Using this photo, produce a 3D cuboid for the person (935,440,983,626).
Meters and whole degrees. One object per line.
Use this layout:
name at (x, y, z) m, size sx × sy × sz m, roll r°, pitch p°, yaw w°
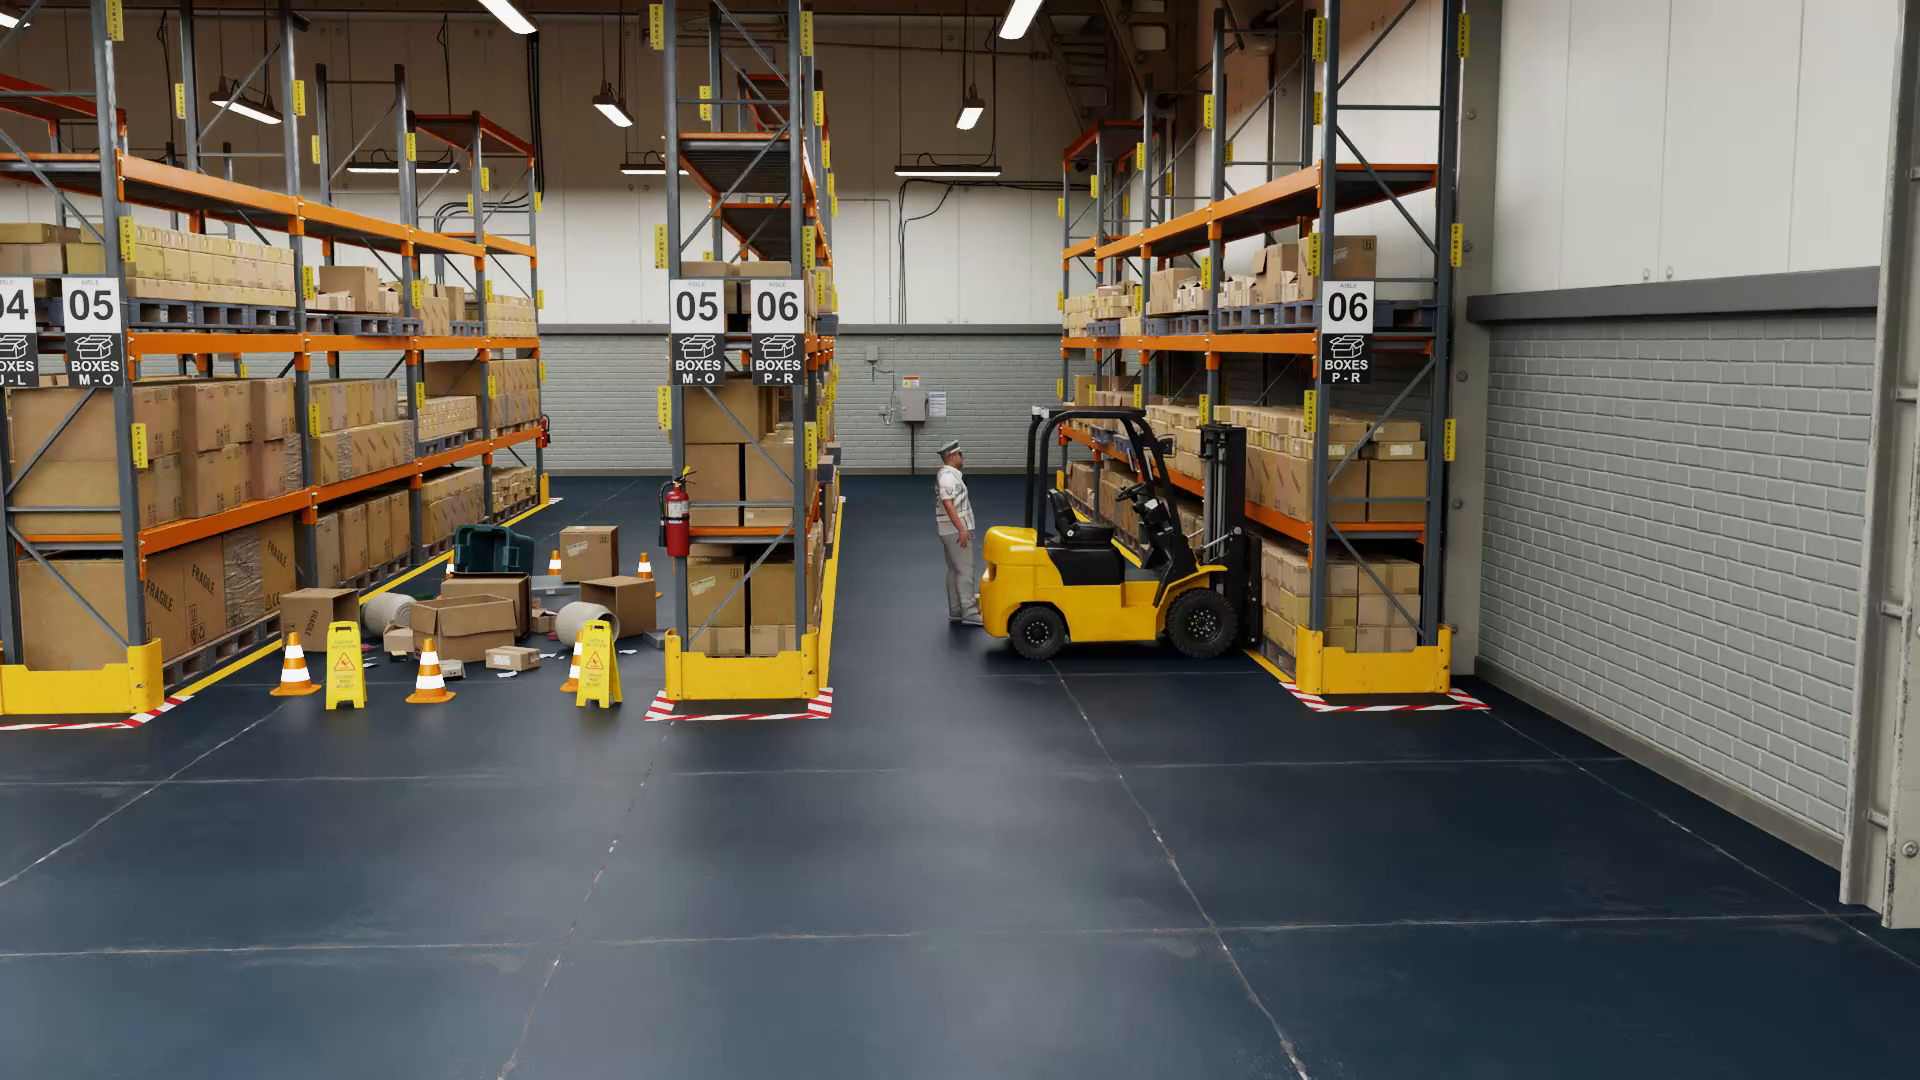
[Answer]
person at (0.043, -0.089, 16.259) m, size 0.575 × 1.781 × 0.640 m, roll 0°, pitch 7°, yaw -4°
